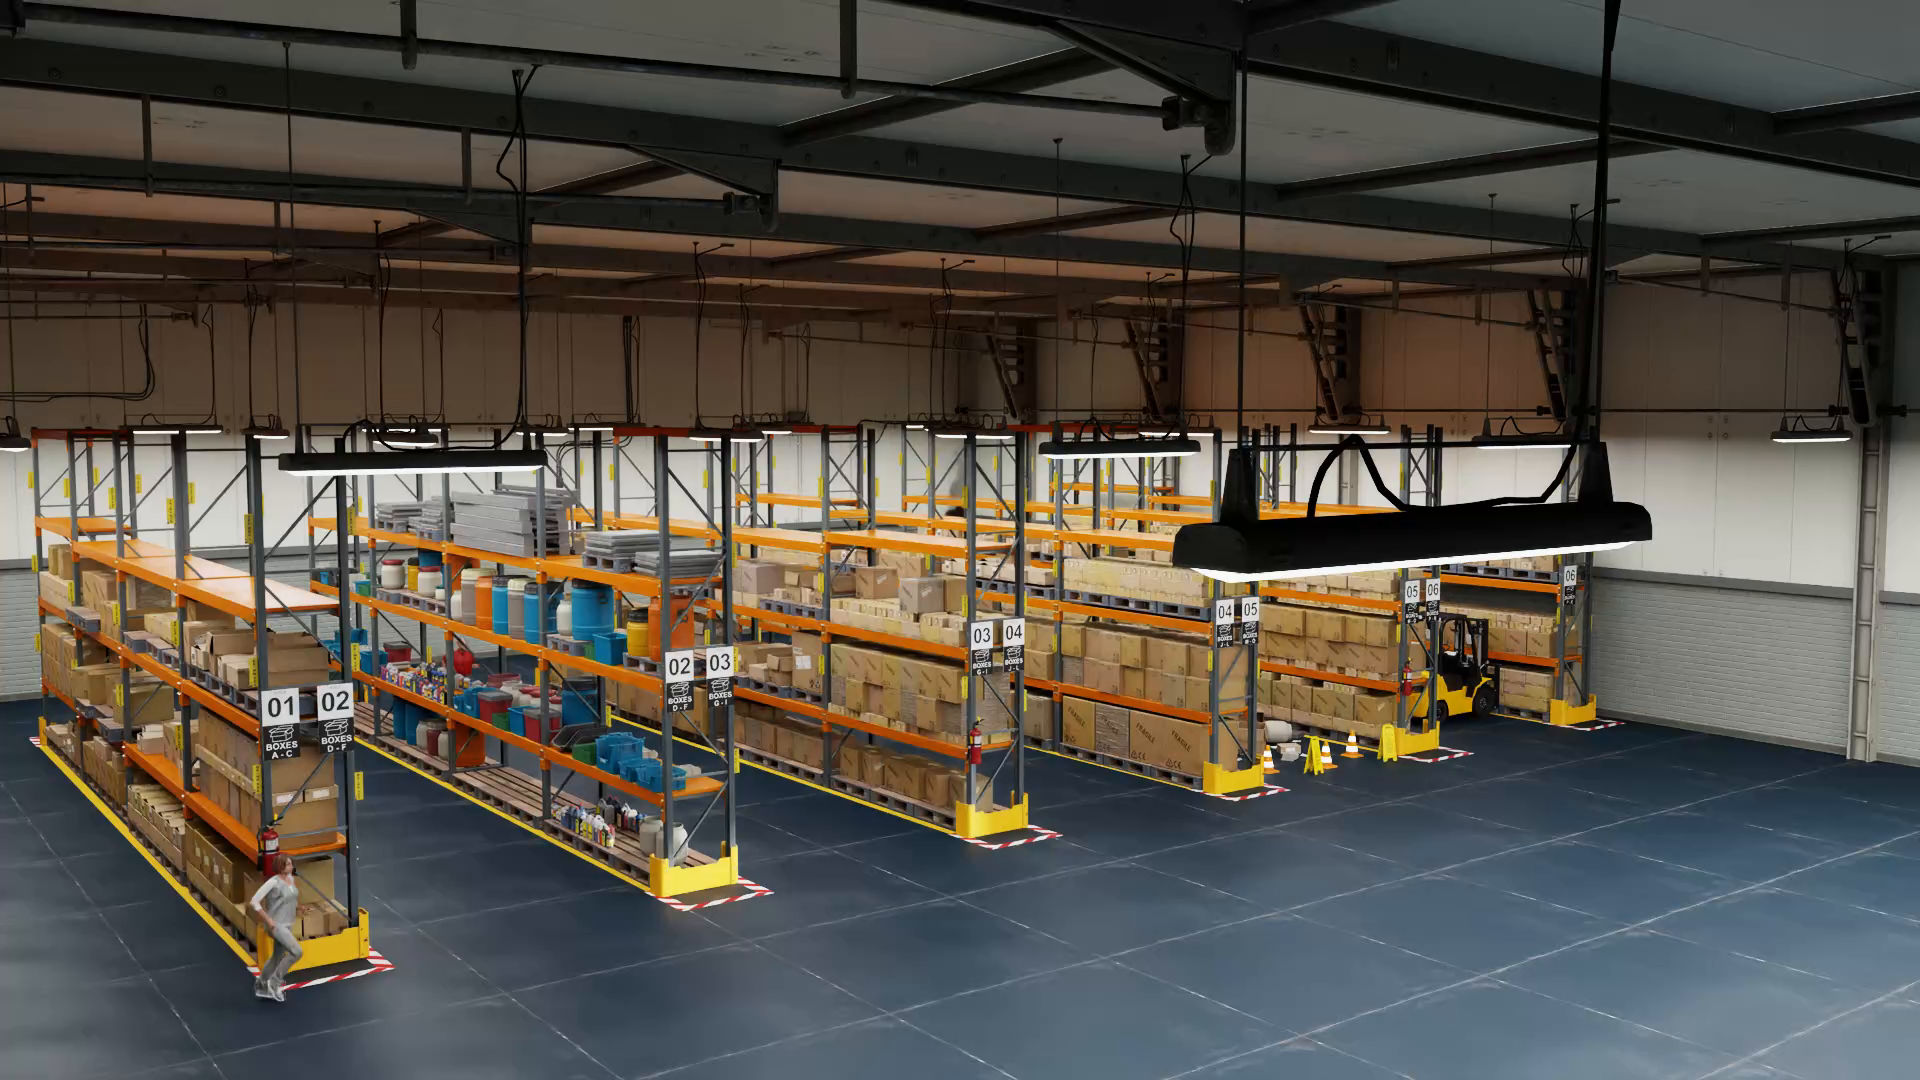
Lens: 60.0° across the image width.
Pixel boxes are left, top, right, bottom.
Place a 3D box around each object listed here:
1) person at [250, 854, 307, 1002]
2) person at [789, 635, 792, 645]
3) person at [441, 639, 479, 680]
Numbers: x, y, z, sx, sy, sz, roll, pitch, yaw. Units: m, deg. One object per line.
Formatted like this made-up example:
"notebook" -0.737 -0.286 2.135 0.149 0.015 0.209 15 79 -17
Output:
"person" -7.279 4.148 17.785 0.601 1.577 0.526 0 4 0
"person" -4.025 2.190 41.811 0.825 1.842 0.667 1 5 16
"person" -10.039 2.868 33.533 0.789 1.773 0.659 4 6 40
